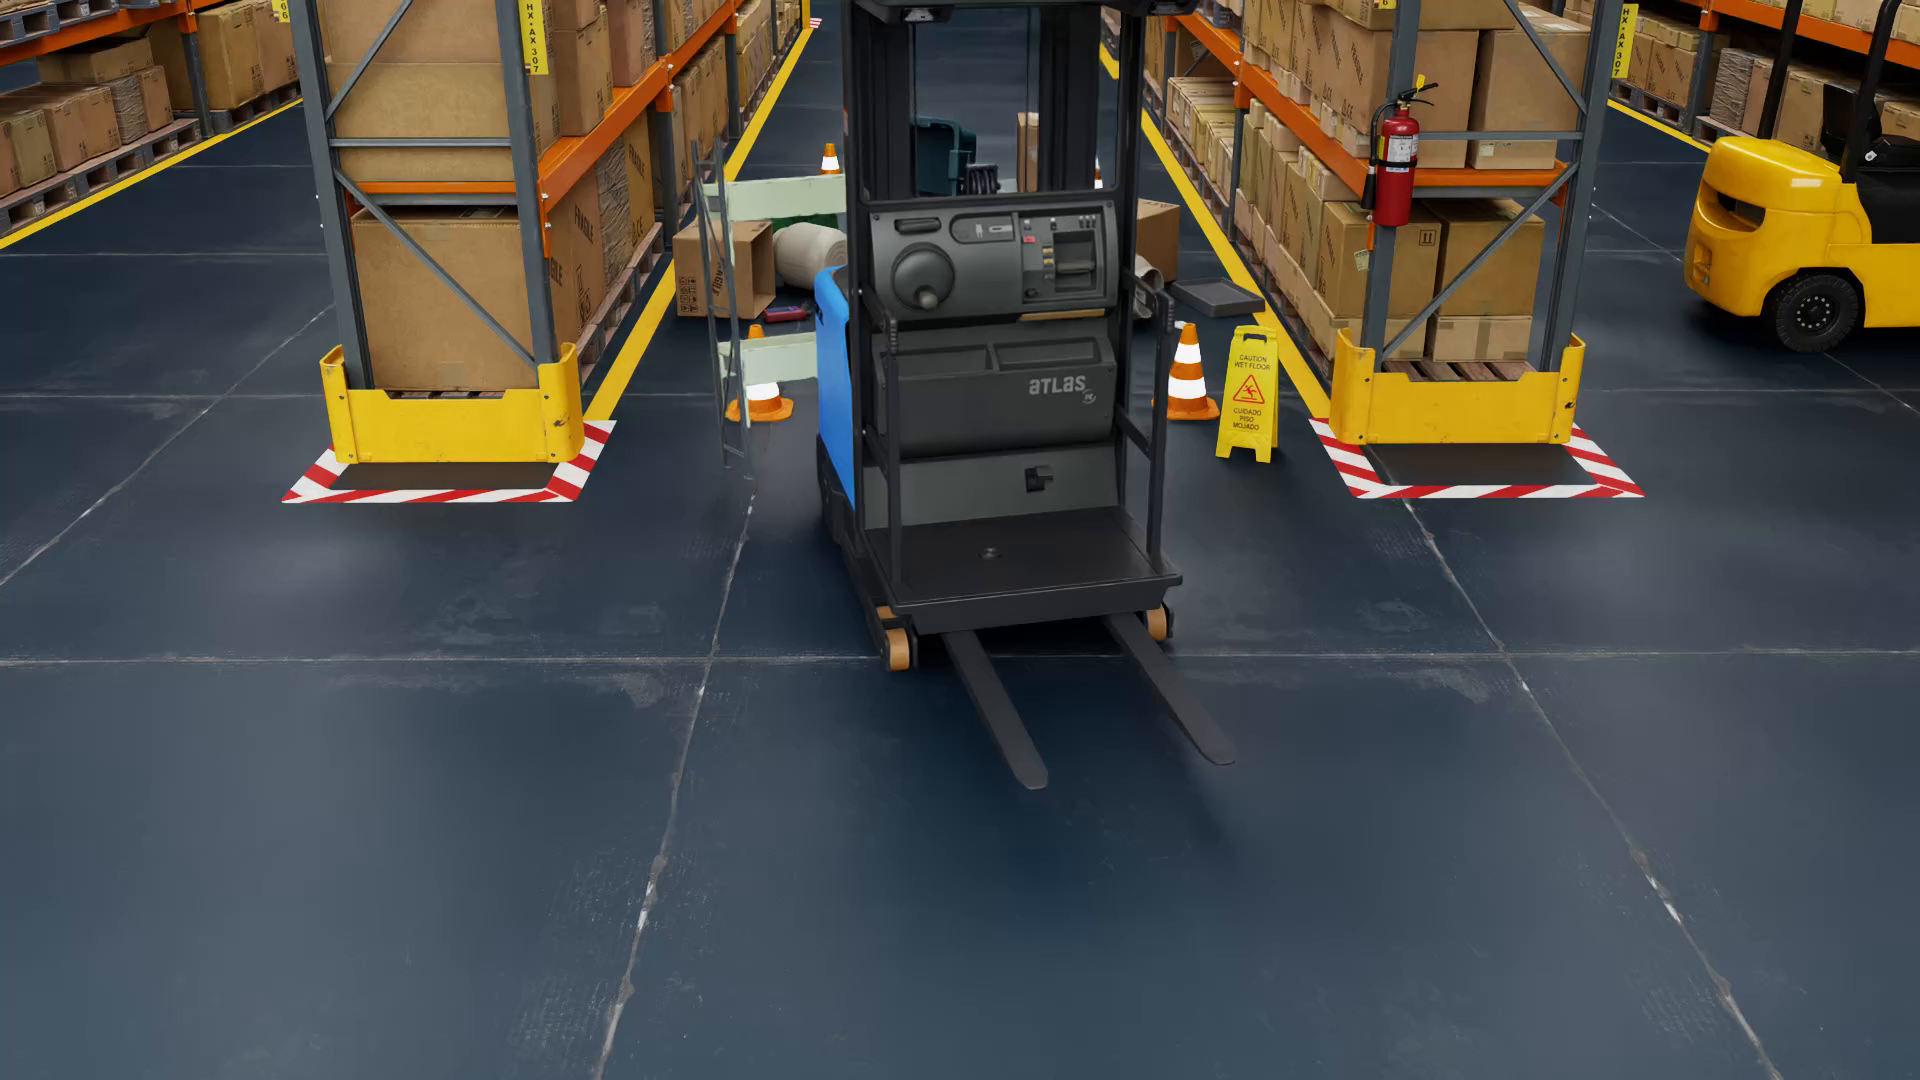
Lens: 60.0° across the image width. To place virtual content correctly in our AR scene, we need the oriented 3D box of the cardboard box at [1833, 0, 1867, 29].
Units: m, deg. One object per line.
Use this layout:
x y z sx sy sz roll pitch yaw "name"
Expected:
7.151 -4.107 12.873 0.500 0.250 0.500 0 24 0 "cardboard box"

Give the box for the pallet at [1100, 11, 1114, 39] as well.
2.397 -6.878 22.202 1.003 0.211 1.213 0 24 -1 "pallet"

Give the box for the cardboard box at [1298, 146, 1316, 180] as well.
2.143 -2.153 9.500 0.380 0.149 0.250 1 24 2 "cardboard box"

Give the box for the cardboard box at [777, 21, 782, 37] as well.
-2.279 -5.945 19.343 0.380 0.149 0.250 1 24 2 "cardboard box"

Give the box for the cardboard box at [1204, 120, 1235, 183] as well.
2.421 -3.040 13.010 0.950 0.372 0.625 1 24 3 "cardboard box"

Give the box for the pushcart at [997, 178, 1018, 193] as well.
0.161 -2.308 11.895 1.648 0.377 0.936 -9 26 -19 "pushcart"

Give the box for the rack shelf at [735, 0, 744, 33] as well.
-2.574 -5.614 16.896 1.077 0.370 4.000 0 24 -1 "rack shelf"

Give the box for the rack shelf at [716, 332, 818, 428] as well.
-0.716 -0.772 7.675 0.720 0.370 0.431 -10 15 -23 "rack shelf"

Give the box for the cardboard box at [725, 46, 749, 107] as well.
-2.304 -4.463 16.001 0.500 0.500 0.500 -1 24 -3 "cardboard box"

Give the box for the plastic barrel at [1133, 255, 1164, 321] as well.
0.948 -1.556 10.176 0.512 0.421 0.421 19 30 35 "plastic barrel"

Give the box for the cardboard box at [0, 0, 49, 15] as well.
-7.338 -4.281 11.839 1.000 1.000 1.000 0 24 0 "cardboard box"

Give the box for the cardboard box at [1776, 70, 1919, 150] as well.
7.376 -3.511 13.745 0.875 0.625 0.625 -1 24 -3 "cardboard box"

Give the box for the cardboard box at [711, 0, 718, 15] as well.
-2.269 -4.567 13.587 0.500 0.500 0.500 -1 24 -1 "cardboard box"

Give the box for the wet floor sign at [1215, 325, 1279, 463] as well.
1.416 -0.729 8.079 0.267 0.644 0.232 8 26 18 "wet floor sign"

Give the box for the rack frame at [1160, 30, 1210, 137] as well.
2.397 -5.182 15.067 1.000 3.000 0.127 0 24 -1 "rack frame"

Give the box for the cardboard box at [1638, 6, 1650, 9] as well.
7.131 -5.617 17.766 0.380 0.149 0.250 0 24 -1 "cardboard box"

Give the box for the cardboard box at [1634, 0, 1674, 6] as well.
7.628 -5.843 18.265 0.380 0.149 0.250 0 24 0 "cardboard box"

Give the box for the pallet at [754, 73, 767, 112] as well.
-2.569 -4.671 17.321 1.003 0.211 1.213 0 24 -1 "pallet"

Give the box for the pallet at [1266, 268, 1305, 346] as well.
2.499 -1.482 10.271 1.003 0.211 1.213 0 24 -1 "pallet"

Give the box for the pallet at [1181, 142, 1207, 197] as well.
2.414 -3.088 13.821 1.003 0.211 1.213 0 24 -1 "pallet"

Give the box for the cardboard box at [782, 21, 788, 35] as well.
-2.333 -6.344 20.587 0.380 0.149 0.250 -1 24 -2 "cardboard box"

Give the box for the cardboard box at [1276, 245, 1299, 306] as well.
2.197 -1.585 9.941 0.500 0.250 0.500 -1 24 -2 "cardboard box"

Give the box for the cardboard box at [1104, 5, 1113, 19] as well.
2.417 -7.231 22.197 0.875 0.438 0.875 -1 24 -2 "cardboard box"

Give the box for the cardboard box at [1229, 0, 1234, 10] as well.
2.174 -3.930 12.094 0.380 0.149 0.250 -1 24 -2 "cardboard box"

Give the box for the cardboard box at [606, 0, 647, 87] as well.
-2.463 -3.159 10.413 0.875 0.550 0.550 0 24 -1 "cardboard box"

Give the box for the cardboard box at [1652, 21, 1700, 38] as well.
7.151 -5.086 16.592 0.380 0.149 0.250 0 24 1 "cardboard box"

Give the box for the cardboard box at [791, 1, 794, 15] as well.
-2.322 -6.798 21.231 0.380 0.149 0.250 0 24 0 "cardboard box"

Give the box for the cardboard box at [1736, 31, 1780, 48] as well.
7.666 -4.770 15.893 0.380 0.149 0.250 1 24 2 "cardboard box"

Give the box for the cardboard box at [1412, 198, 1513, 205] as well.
2.741 -1.724 9.339 0.500 0.500 0.500 -1 24 -3 "cardboard box"

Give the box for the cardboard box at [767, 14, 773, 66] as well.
-2.335 -5.515 18.327 0.500 0.500 0.500 -1 24 -2 "cardboard box"

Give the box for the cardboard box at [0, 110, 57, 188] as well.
-7.440 -3.000 12.743 0.700 0.500 0.500 0 24 -1 "cardboard box"

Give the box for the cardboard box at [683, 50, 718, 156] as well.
-2.622 -3.672 13.950 1.050 0.750 0.750 0 24 0 "cardboard box"

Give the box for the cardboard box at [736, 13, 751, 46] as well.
-2.323 -5.006 16.292 0.500 0.250 0.500 -1 24 -1 "cardboard box"

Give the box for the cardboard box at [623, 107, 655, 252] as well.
-2.571 -2.433 11.059 0.875 0.875 0.875 0 24 0 "cardboard box"

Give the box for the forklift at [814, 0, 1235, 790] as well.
0.183 -1.016 5.940 1.130 2.935 3.031 -6 25 -12 "forklift"

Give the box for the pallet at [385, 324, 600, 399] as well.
-2.551 -0.880 8.939 1.003 0.211 1.213 0 24 -1 "pallet"

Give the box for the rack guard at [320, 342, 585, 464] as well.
-2.464 -0.672 8.130 1.175 0.500 0.348 0 24 -1 "rack guard"

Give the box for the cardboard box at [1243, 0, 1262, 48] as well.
2.167 -3.532 10.937 0.500 0.500 0.500 0 24 -1 "cardboard box"

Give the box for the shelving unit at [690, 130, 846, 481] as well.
-0.737 -1.088 7.599 0.755 1.500 0.431 -10 15 -23 "shelving unit"

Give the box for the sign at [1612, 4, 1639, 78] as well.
3.027 -2.282 7.605 0.100 0.325 0.005 0 24 -1 "sign"

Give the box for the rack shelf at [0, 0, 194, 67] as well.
-7.491 -3.985 13.294 1.077 0.370 4.000 0 24 -1 "rack shelf"

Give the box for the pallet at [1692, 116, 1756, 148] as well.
7.330 -3.595 14.944 1.003 0.211 1.213 0 24 -1 "pallet"

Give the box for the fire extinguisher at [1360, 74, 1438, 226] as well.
2.025 -1.801 7.685 0.296 0.674 0.183 0 24 -1 "fire extinguisher"

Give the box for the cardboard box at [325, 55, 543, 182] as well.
-2.514 -2.042 7.943 0.875 0.550 0.550 0 24 -1 "cardboard box"

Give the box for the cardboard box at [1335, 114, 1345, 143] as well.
2.171 -2.133 8.632 0.380 0.149 0.250 -1 24 -1 "cardboard box"

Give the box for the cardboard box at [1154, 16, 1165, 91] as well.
2.467 -5.057 16.861 0.875 0.875 0.875 0 24 0 "cardboard box"

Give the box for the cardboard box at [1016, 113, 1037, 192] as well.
0.661 -2.719 11.736 0.500 0.500 0.500 0 24 -1 "cardboard box"

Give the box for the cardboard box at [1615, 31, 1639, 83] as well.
7.113 -5.067 17.337 0.500 0.500 0.500 -1 24 -2 "cardboard box"

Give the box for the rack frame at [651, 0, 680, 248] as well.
-2.508 -3.469 11.281 1.000 3.000 0.127 0 24 -1 "rack frame"

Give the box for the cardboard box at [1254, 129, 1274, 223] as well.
2.195 -2.349 10.720 0.500 0.500 0.500 1 24 2 "cardboard box"

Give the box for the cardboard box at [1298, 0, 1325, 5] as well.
2.154 -3.150 8.878 0.700 0.500 0.500 -1 24 -1 "cardboard box"

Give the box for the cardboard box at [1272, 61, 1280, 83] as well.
2.179 -2.972 10.487 0.380 0.149 0.250 0 24 1 "cardboard box"

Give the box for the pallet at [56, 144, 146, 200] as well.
-7.495 -3.043 13.722 1.003 0.211 1.213 0 24 -1 "pallet"

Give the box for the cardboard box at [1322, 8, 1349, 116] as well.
2.202 -2.495 8.644 0.500 0.500 0.500 0 24 0 "cardboard box"

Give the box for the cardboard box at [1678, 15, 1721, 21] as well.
7.599 -5.302 17.070 0.380 0.149 0.250 0 24 0 "cardboard box"
